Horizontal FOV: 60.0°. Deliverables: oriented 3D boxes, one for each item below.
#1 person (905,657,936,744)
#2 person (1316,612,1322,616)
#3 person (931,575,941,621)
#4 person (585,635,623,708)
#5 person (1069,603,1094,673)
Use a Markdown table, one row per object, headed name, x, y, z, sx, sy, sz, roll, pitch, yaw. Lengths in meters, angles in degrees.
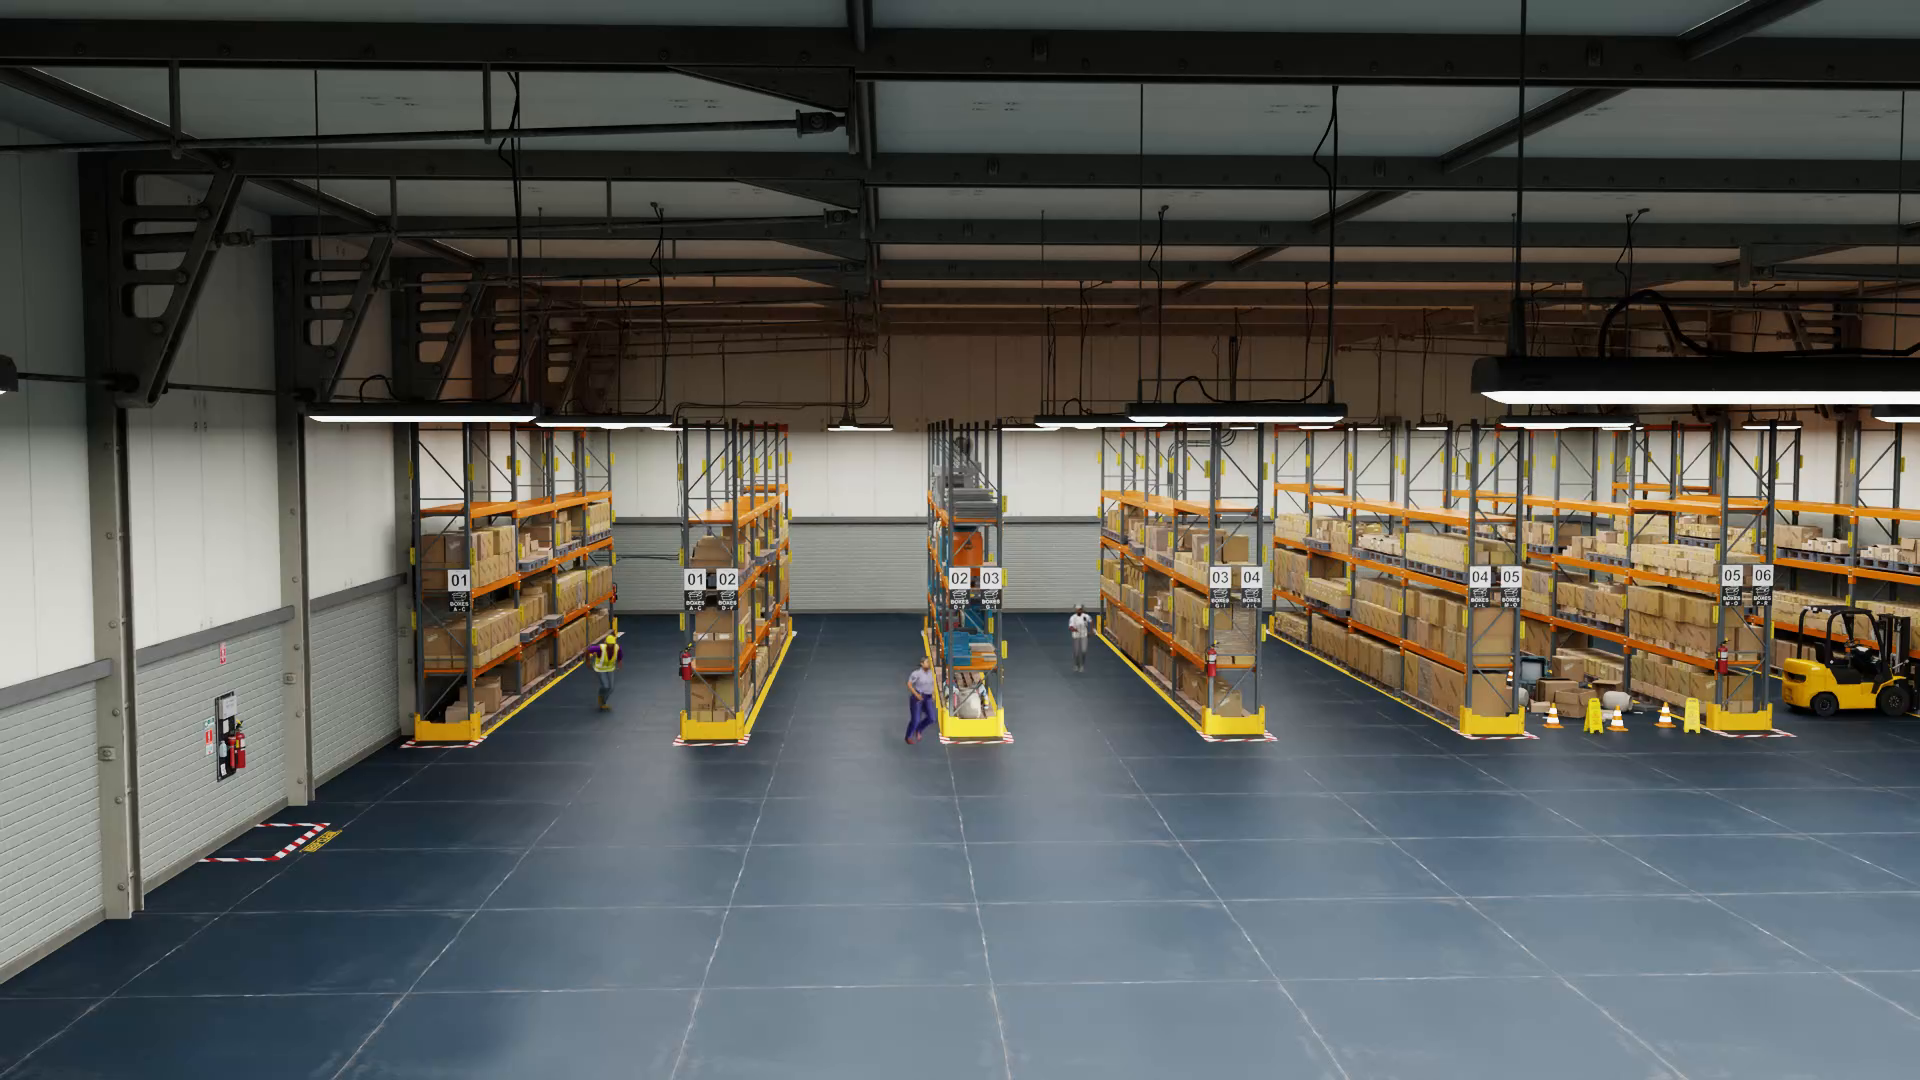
| name | x | y | z | sx | sy | sz | roll | pitch | yaw |
| --- | --- | --- | --- | --- | --- | --- | --- | --- | --- |
| person | -0.668 | 2.961 | 30.754 | 0.666 | 1.593 | 0.548 | -3 | 4 | -36 |
| person | 10.790 | 1.753 | 49.042 | 0.859 | 1.710 | 0.572 | 0 | 4 | 1 |
| person | -0.588 | 1.652 | 49.831 | 0.685 | 1.778 | 0.655 | 0 | 4 | 2 |
| person | -7.343 | 2.733 | 34.356 | 0.735 | 1.578 | 0.839 | -2 | 4 | -33 |
| person | 2.893 | 2.330 | 39.743 | 0.589 | 1.673 | 0.837 | 0 | 4 | 6 |
